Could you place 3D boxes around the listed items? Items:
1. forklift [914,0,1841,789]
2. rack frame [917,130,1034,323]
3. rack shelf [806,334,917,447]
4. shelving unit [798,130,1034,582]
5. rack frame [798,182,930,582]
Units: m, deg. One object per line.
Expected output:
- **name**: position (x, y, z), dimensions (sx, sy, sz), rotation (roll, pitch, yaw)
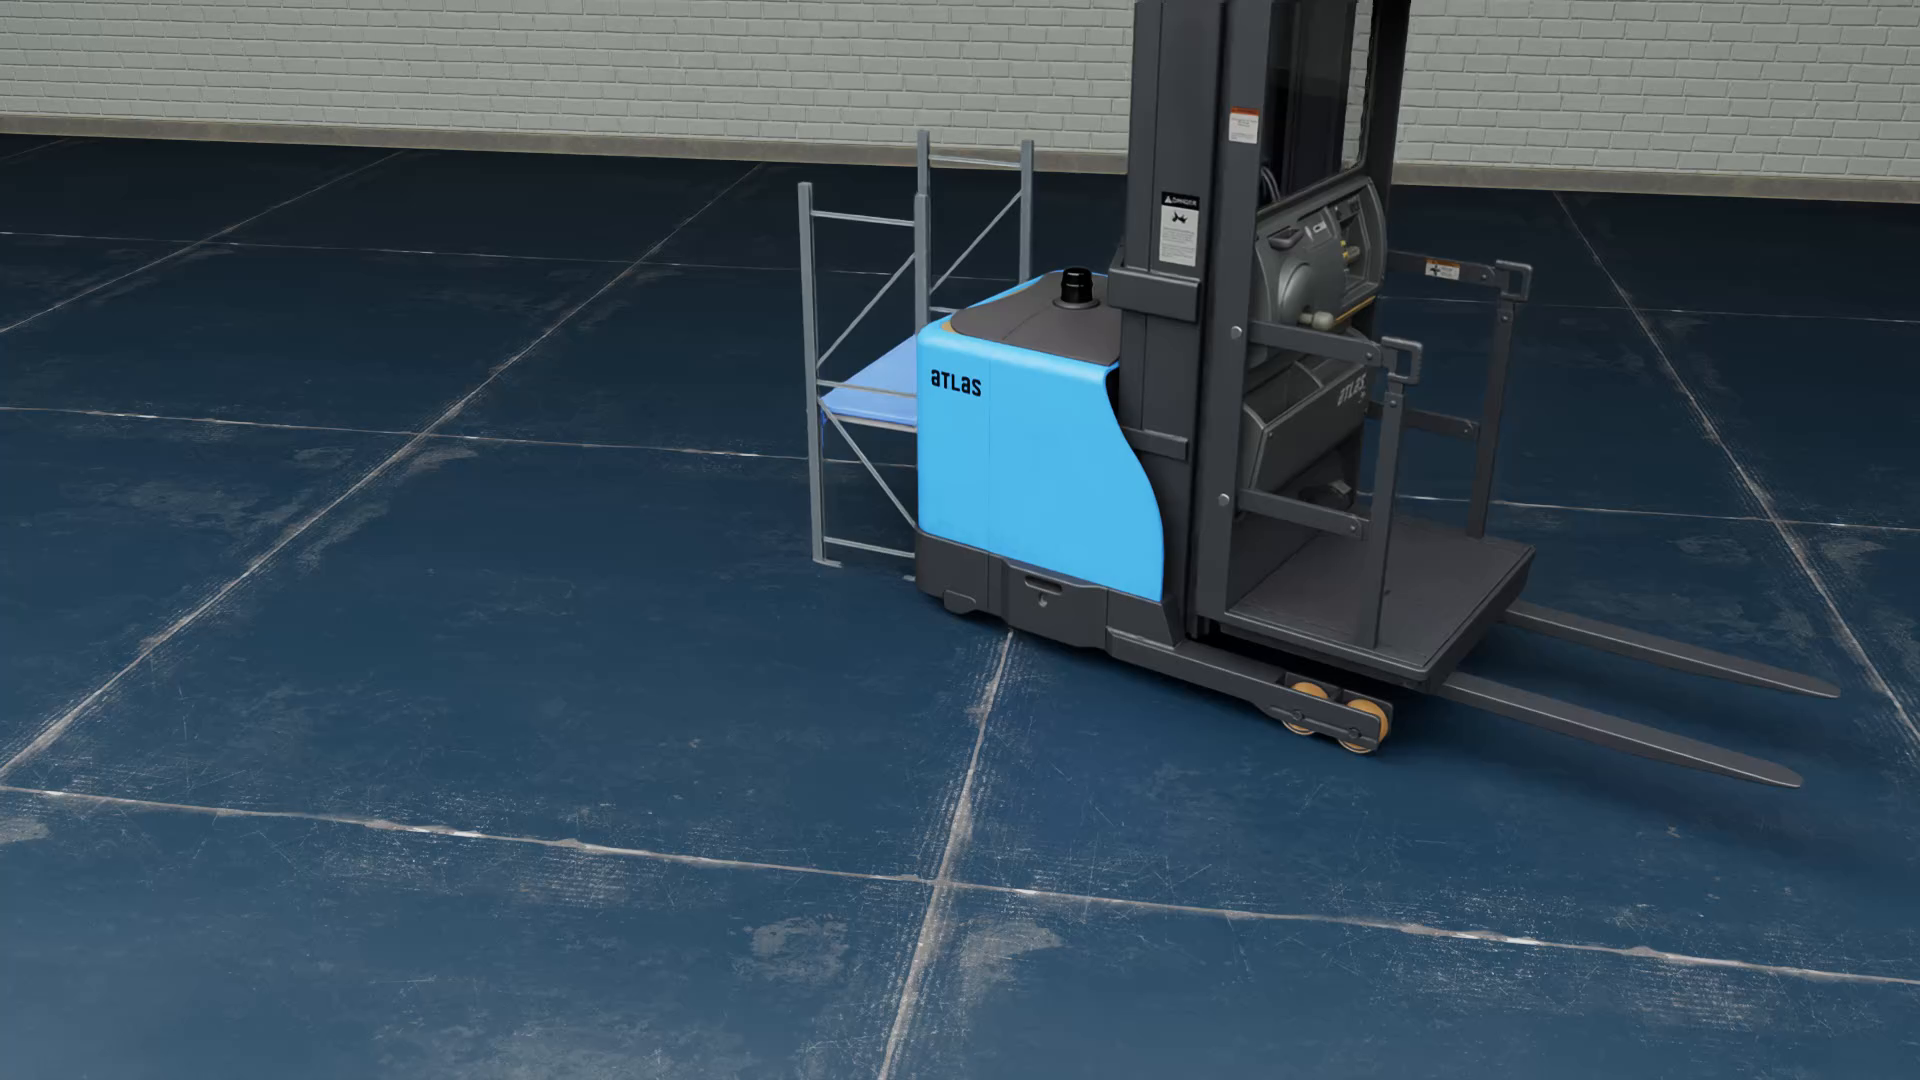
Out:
- **forklift**: position (1.333, -0.905, 5.226), dimensions (3.031, 2.935, 1.130), rotation (16, 30, 31)
- **rack frame**: position (0.061, -0.951, 7.012), dimensions (0.500, 1.500, 0.032), rotation (10, 27, 21)
- **rack shelf**: position (-0.141, -0.590, 6.666), dimensions (0.538, 0.185, 1.000), rotation (10, 27, 21)
- **shelving unit**: position (-0.141, -0.753, 6.589), dimensions (0.538, 1.500, 1.048), rotation (10, 27, 21)
- **rack frame**: position (-0.343, -0.555, 6.167), dimensions (0.500, 1.500, 0.032), rotation (10, 27, 21)
